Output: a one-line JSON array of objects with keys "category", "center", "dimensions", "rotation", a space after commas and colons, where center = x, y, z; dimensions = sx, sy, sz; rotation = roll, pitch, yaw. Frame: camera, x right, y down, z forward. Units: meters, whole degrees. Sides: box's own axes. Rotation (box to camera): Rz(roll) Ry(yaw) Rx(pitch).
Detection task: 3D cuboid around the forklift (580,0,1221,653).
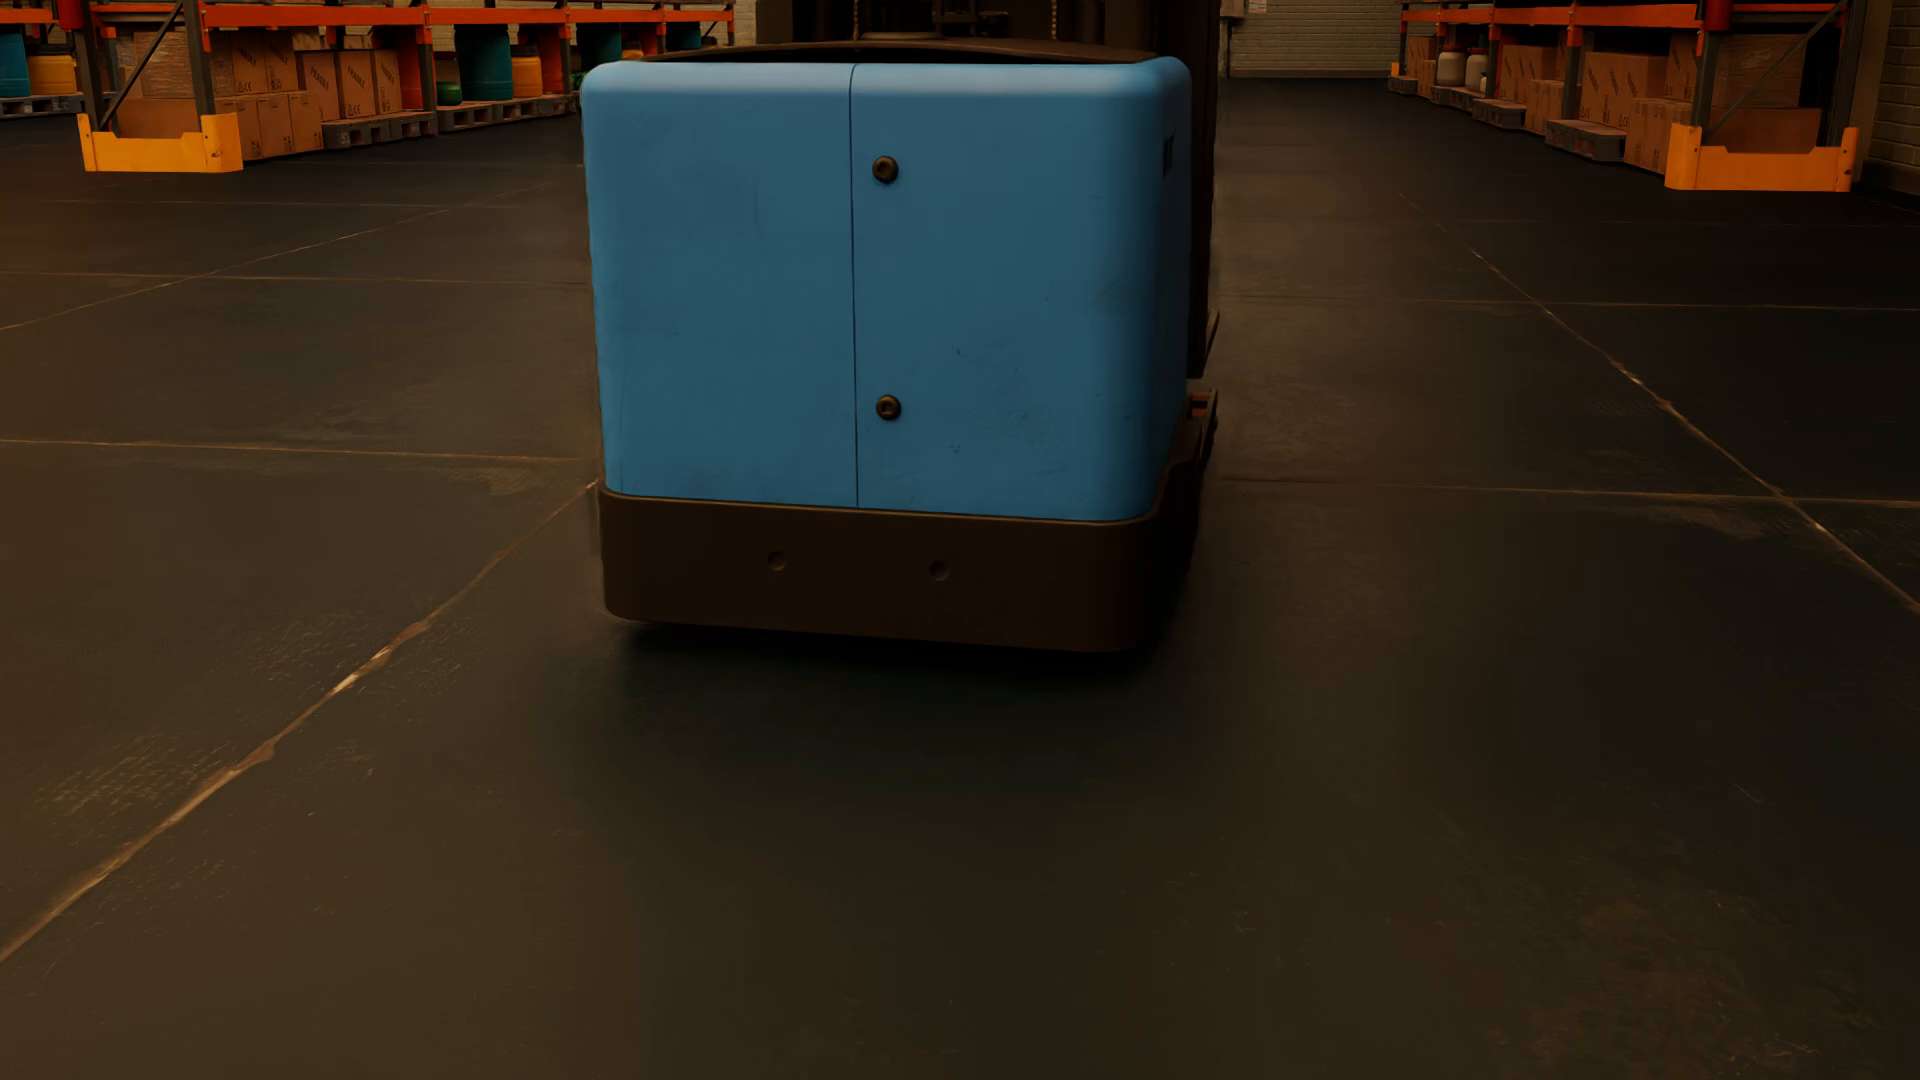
[{"category": "forklift", "center": [0.108, -1.599, 4.024], "dimensions": [1.130, 2.935, 3.031], "rotation": [3, 18, 11]}]
